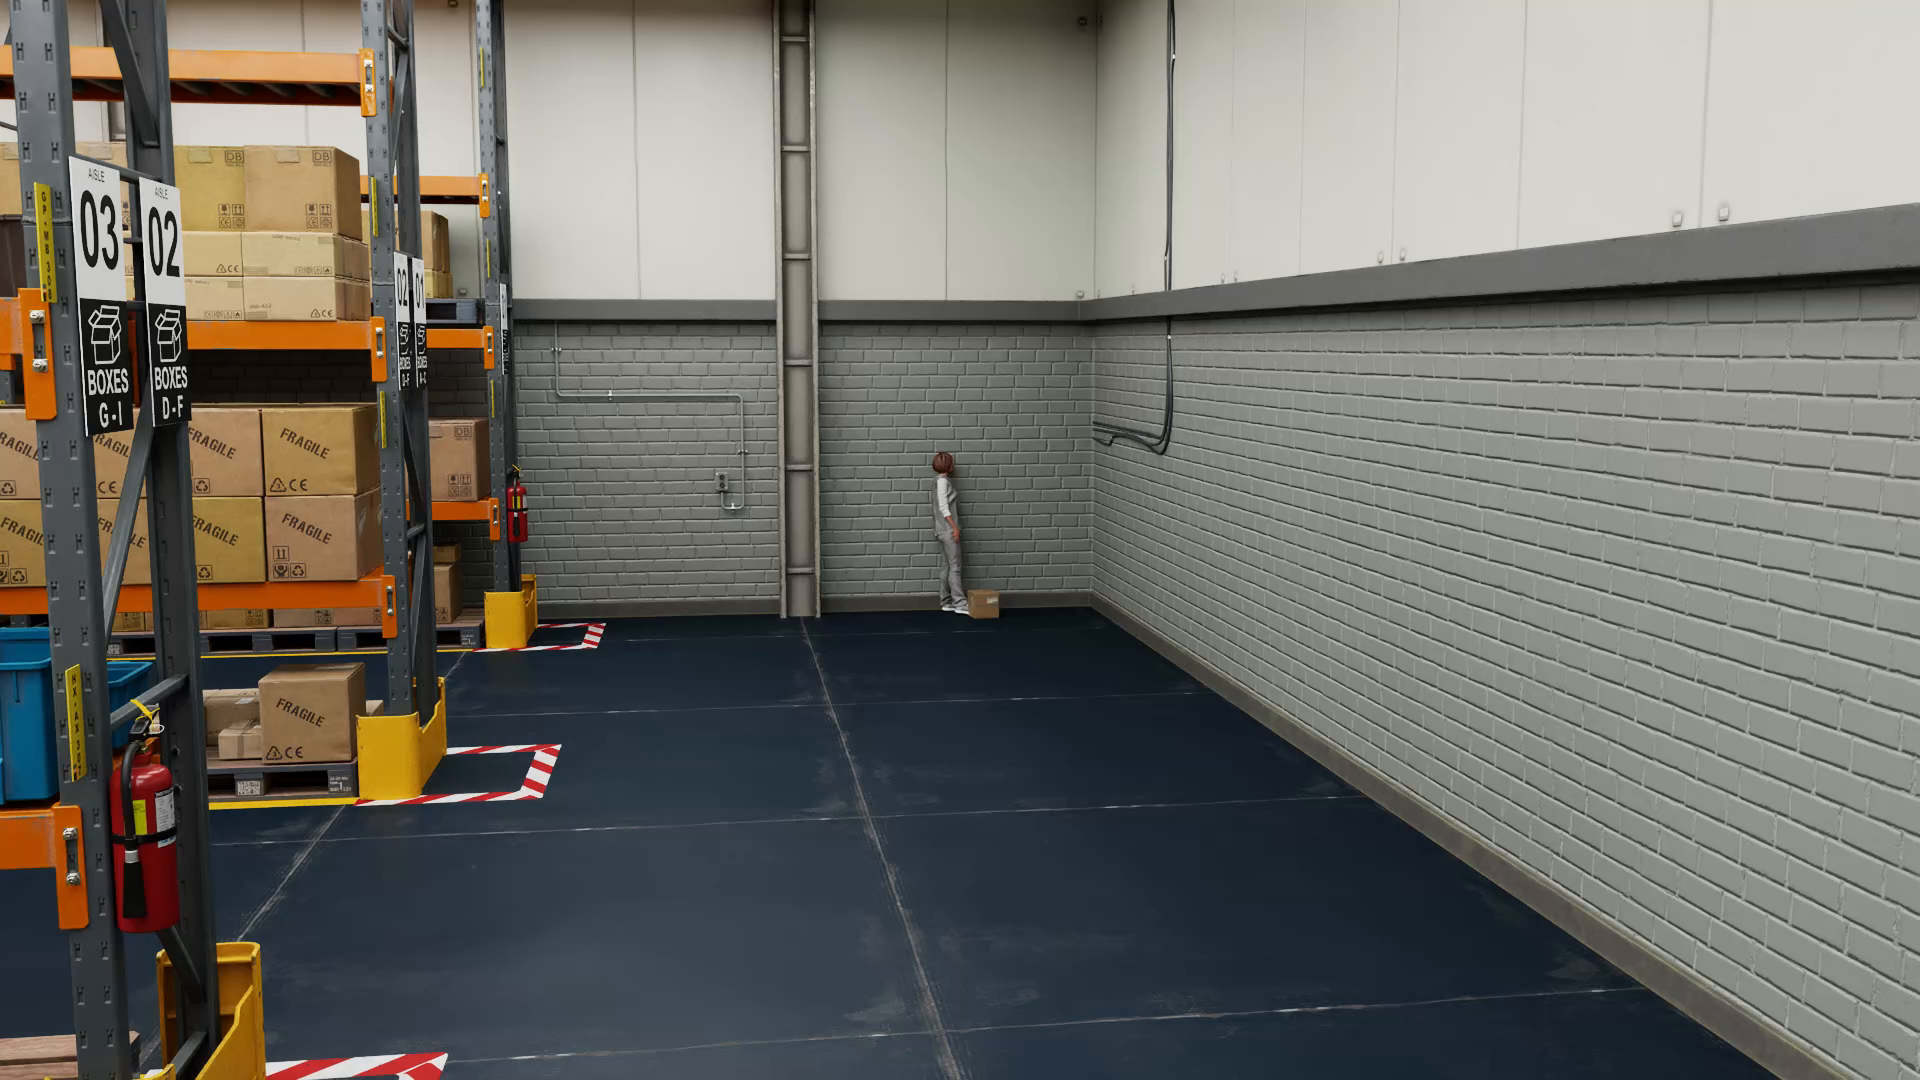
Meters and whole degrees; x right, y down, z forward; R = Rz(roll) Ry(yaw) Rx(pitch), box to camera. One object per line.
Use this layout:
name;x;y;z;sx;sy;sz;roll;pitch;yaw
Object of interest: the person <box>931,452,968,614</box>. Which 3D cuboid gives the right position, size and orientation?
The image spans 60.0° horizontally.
person;-0.047;-0.078;16.601;0.474;1.598;0.519;-1;7;-9
